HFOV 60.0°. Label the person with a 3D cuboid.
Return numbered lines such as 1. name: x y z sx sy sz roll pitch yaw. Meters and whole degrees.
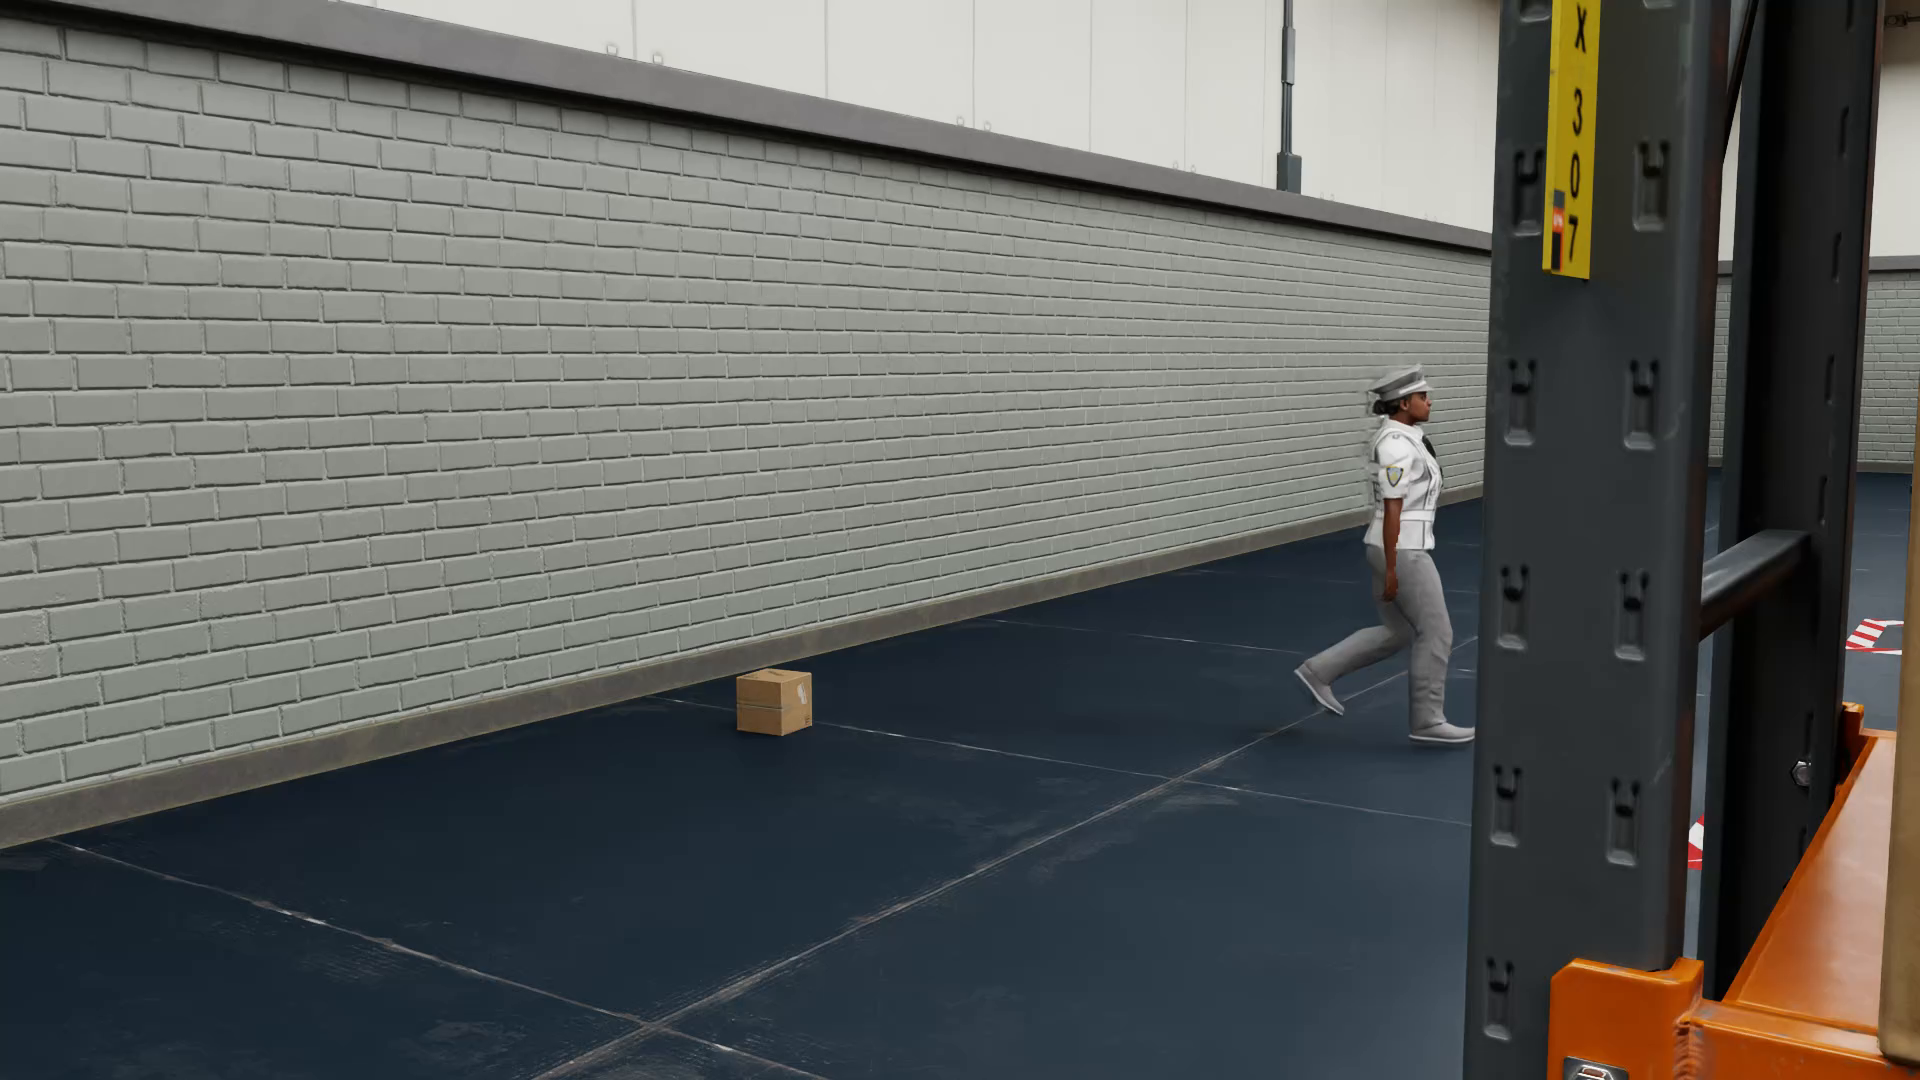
1. person: 1.911 0.047 7.375 0.790 1.659 0.450 1 7 13
